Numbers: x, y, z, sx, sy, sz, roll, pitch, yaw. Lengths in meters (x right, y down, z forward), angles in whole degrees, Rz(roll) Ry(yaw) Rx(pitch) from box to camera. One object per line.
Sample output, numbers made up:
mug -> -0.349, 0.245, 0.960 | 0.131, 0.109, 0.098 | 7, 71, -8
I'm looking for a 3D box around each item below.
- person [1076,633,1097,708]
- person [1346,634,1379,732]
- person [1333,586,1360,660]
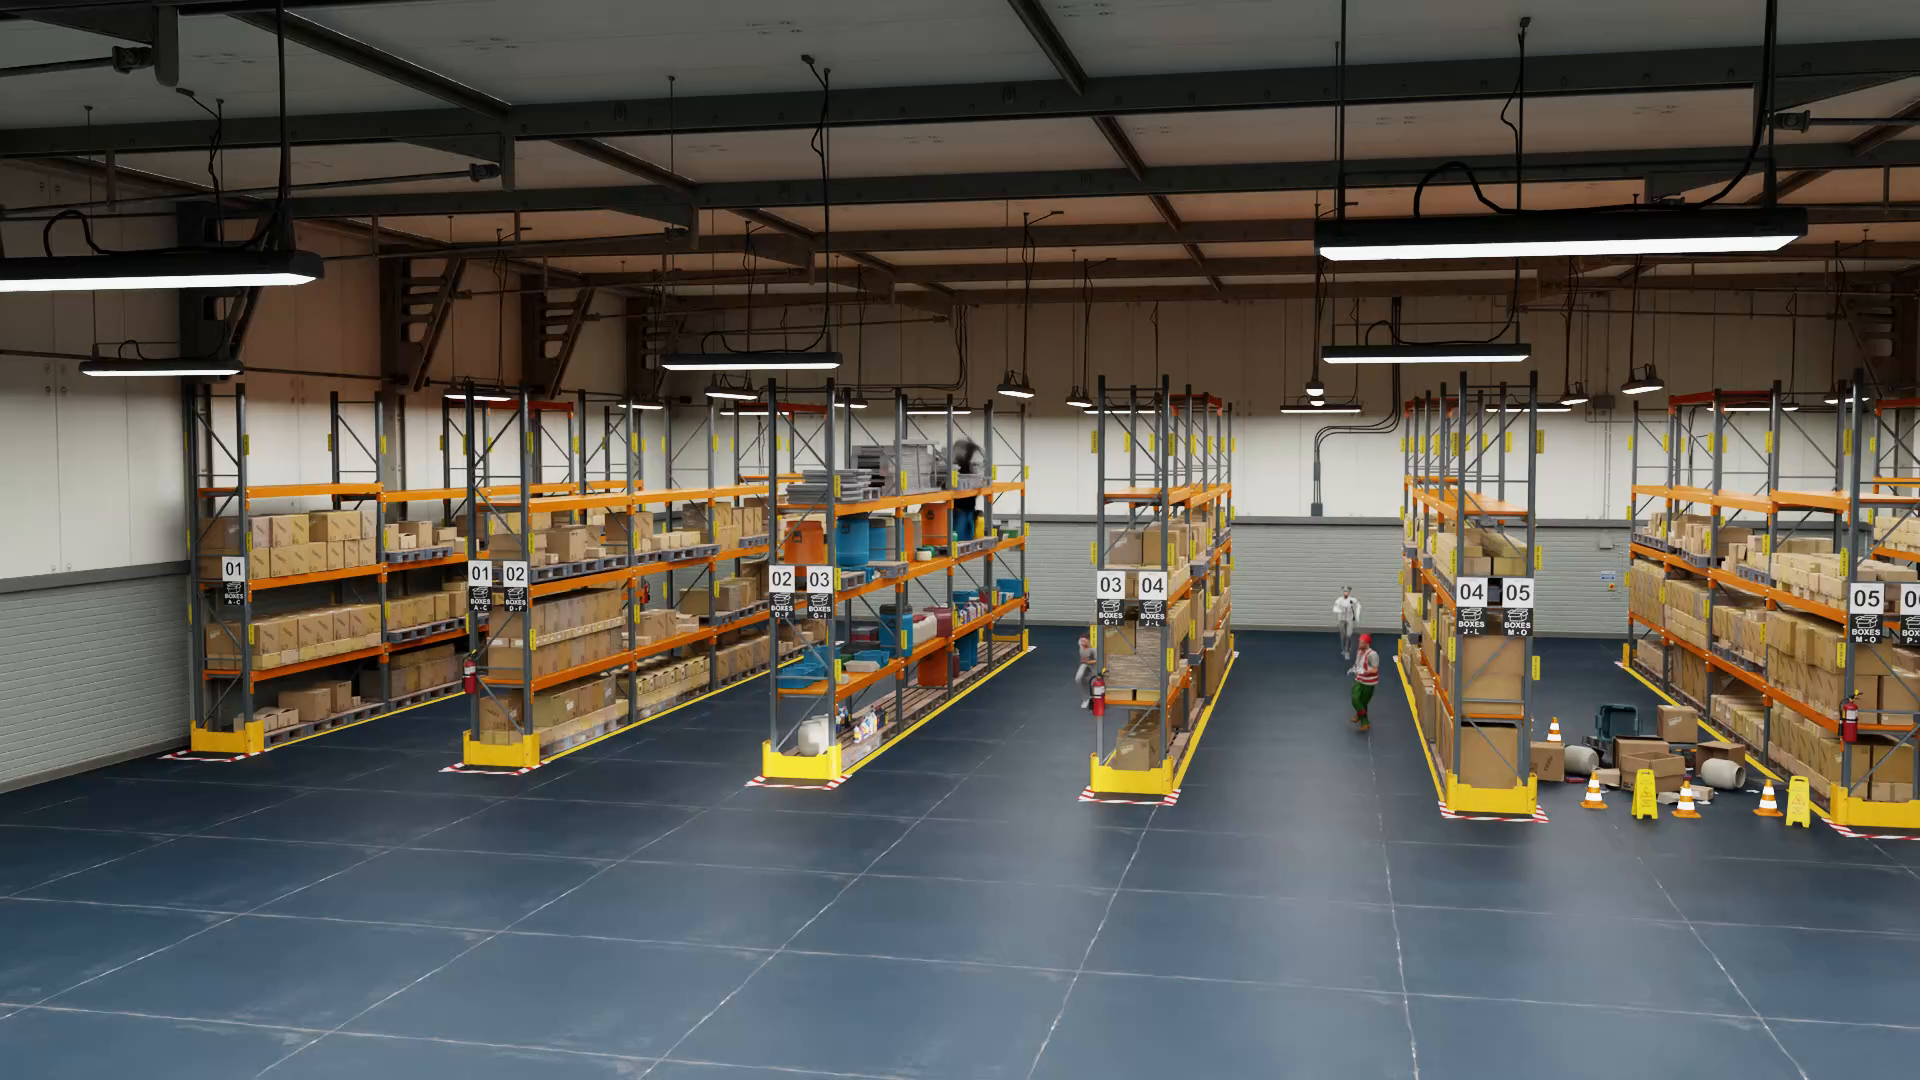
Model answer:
person -> 2.522, 2.466, 31.866 | 0.555, 1.464, 1.108 | 2, 4, 28
person -> 7.108, 2.490, 29.214 | 0.714, 1.729, 0.785 | -3, 4, -42
person -> 9.052, 1.931, 38.956 | 0.589, 1.745, 0.830 | 1, 3, 19
